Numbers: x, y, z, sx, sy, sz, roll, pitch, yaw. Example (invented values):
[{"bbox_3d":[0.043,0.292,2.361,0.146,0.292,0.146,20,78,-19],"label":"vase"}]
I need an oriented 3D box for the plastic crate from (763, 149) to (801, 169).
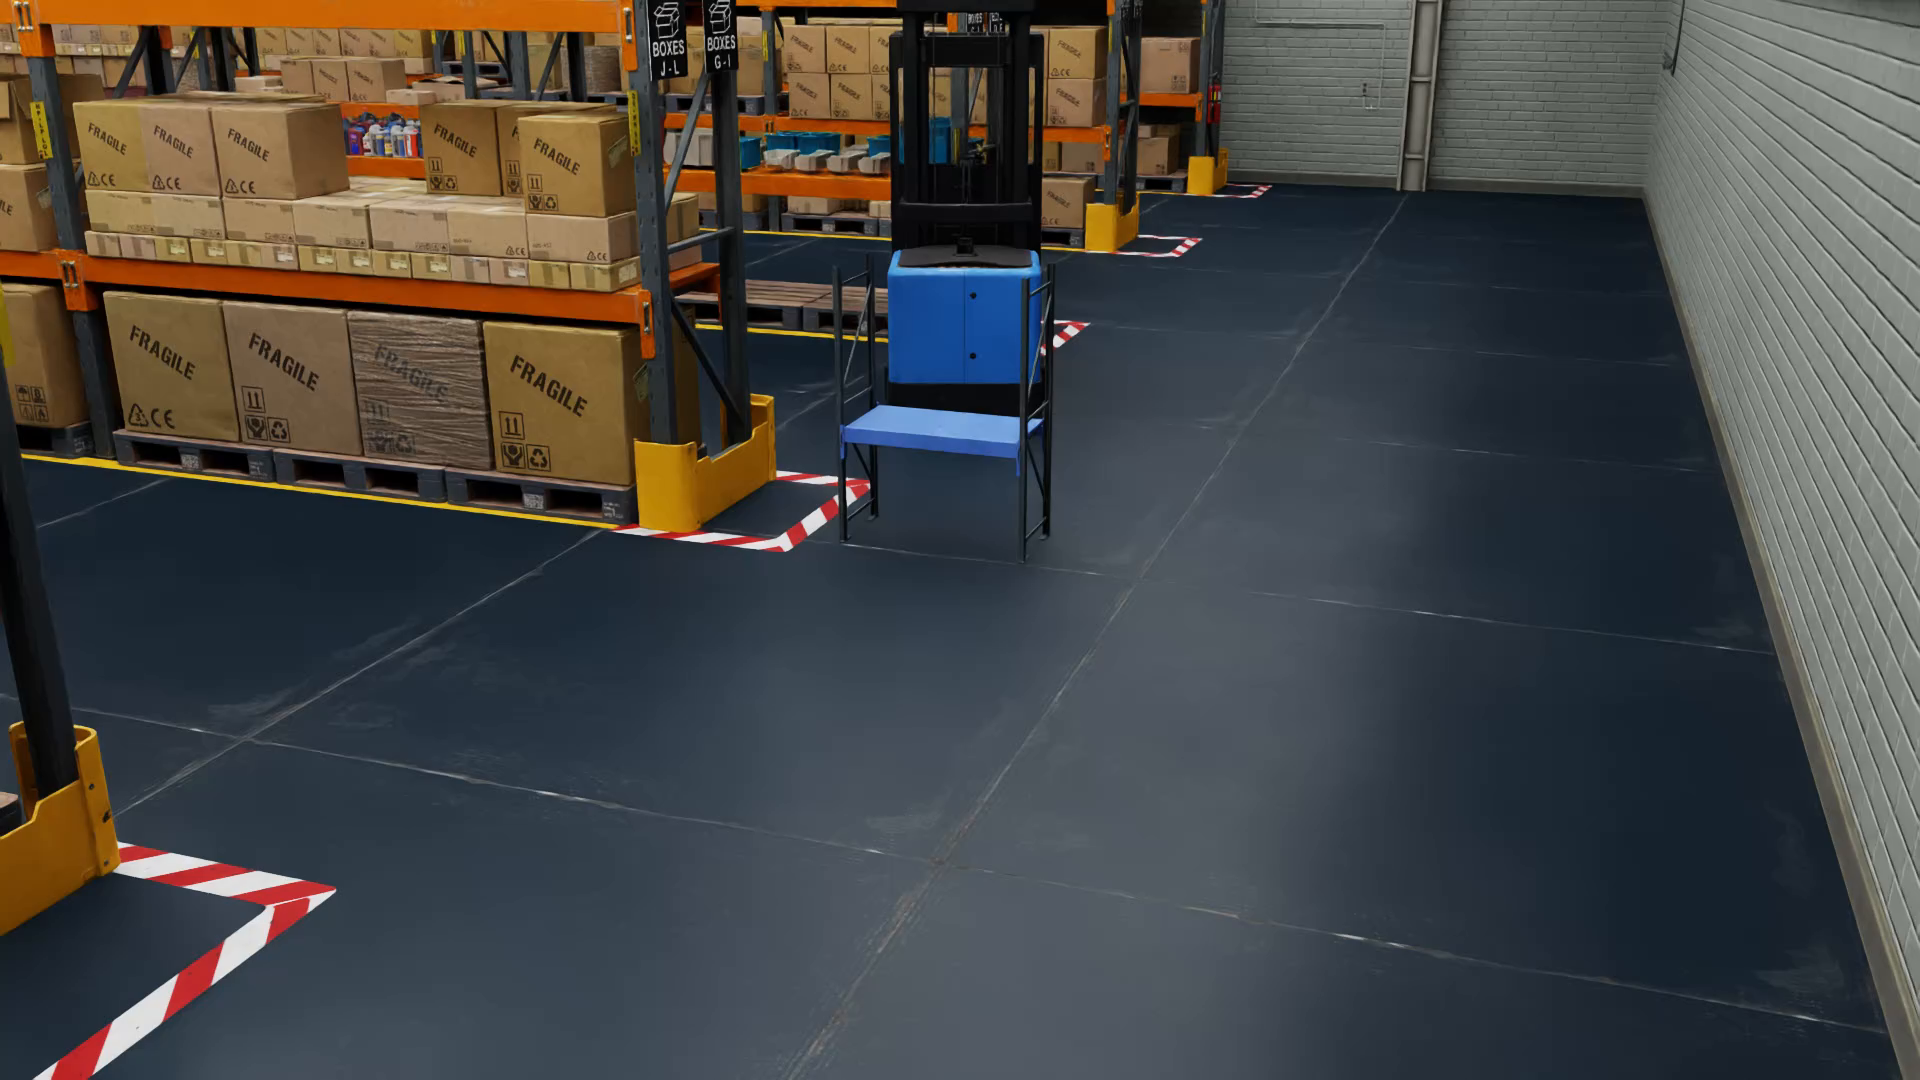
[{"bbox_3d":[-1.511,-3.211,14.041,0.250,0.136,0.298,7,20,18],"label":"plastic crate"}]

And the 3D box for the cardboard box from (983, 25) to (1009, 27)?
[{"bbox_3d":[0.474,-5.490,18.597,0.500,0.500,0.500,7,20,19],"label":"cardboard box"}]

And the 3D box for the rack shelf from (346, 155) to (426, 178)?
[{"bbox_3d":[-5.523,-3.500,15.652,4.000,0.370,1.077,7,20,18],"label":"rack shelf"}]

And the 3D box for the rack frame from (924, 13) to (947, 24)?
[{"bbox_3d":[-0.383,-6.704,23.750,0.127,3.000,1.000,7,20,18],"label":"rack frame"}]

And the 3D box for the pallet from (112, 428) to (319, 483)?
[{"bbox_3d":[-4.566,-0.660,10.649,1.213,0.211,1.003,7,20,18],"label":"pallet"}]

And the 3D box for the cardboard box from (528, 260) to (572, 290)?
[{"bbox_3d":[-2.171,-1.496,9.193,0.250,0.149,0.380,7,20,19],"label":"cardboard box"}]

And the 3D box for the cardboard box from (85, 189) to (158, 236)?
[{"bbox_3d":[-4.901,-2.021,10.092,0.500,0.250,0.500,6,20,17],"label":"cardboard box"}]

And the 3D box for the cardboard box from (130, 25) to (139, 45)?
[{"bbox_3d":[-10.461,-6.787,21.867,0.500,0.500,0.700,6,20,18],"label":"cardboard box"}]

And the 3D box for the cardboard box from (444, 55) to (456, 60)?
[{"bbox_3d":[-8.313,-7.624,26.588,0.500,0.250,0.500,7,20,19],"label":"cardboard box"}]

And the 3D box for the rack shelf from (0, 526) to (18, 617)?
[{"bbox_3d":[-5.093,0.004,5.601,4.000,0.370,1.077,7,20,18],"label":"rack shelf"}]

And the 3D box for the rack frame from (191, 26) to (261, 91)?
[{"bbox_3d":[-9.562,-6.027,21.810,0.127,3.000,1.000,7,20,18],"label":"rack frame"}]

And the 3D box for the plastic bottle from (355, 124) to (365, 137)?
[{"bbox_3d":[-5.504,-3.675,15.259,0.097,0.271,0.097,0,19,0],"label":"plastic bottle"}]

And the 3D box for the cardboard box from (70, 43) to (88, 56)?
[{"bbox_3d":[-11.588,-6.537,22.135,0.250,0.149,0.380,7,20,19],"label":"cardboard box"}]

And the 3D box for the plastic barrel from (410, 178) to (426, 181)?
[{"bbox_3d":[-4.811,-2.971,15.593,0.708,0.901,0.600,7,20,18],"label":"plastic barrel"}]

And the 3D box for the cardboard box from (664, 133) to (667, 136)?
[{"bbox_3d":[-3.800,-4.834,20.378,0.500,0.250,0.500,6,20,17],"label":"cardboard box"}]

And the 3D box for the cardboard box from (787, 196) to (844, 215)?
[{"bbox_3d":[-1.679,-3.988,19.378,0.500,0.311,0.500,7,20,18],"label":"cardboard box"}]

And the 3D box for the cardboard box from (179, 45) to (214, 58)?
[{"bbox_3d":[-9.889,-6.343,21.580,0.250,0.149,0.380,7,20,18],"label":"cardboard box"}]

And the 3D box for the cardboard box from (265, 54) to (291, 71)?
[{"bbox_3d":[-10.866,-7.735,26.908,0.500,0.250,0.500,6,20,16],"label":"cardboard box"}]

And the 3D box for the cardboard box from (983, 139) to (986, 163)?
[{"bbox_3d":[0.290,-5.609,23.769,0.500,0.500,0.700,7,20,19],"label":"cardboard box"}]

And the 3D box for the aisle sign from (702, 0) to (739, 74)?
[{"bbox_3d":[-1.314,-2.964,9.073,0.004,0.787,0.394,7,20,18],"label":"aisle sign"}]

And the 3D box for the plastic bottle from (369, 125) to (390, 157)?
[{"bbox_3d":[-5.280,-3.640,15.151,0.135,0.276,0.152,7,20,18],"label":"plastic bottle"}]

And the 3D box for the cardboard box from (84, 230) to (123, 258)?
[{"bbox_3d":[-5.089,-1.829,10.148,0.250,0.149,0.380,7,20,18],"label":"cardboard box"}]

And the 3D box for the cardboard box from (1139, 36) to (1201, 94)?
[{"bbox_3d":[2.911,-6.465,22.611,0.700,0.700,0.980,7,21,21],"label":"cardboard box"}]

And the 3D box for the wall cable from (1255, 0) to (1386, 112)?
[{"bbox_3d":[4.916,-6.907,22.791,1.851,1.984,0.084,7,20,18],"label":"wall cable"}]

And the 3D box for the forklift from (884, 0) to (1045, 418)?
[{"bbox_3d":[0.050,-2.635,12.183,1.130,2.935,3.031,0,19,1],"label":"forklift"}]

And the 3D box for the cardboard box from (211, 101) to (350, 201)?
[{"bbox_3d":[-3.935,-2.265,9.655,0.500,0.500,0.500,6,20,16],"label":"cardboard box"}]

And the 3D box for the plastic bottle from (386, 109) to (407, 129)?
[{"bbox_3d":[-5.373,-3.933,15.877,0.185,0.351,0.144,7,20,18],"label":"plastic bottle"}]

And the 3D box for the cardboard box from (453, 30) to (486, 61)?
[{"bbox_3d":[-7.470,-7.757,25.952,0.500,0.500,0.700,7,20,18],"label":"cardboard box"}]

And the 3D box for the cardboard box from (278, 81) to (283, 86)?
[{"bbox_3d":[-8.671,-5.926,21.723,0.258,0.266,0.396,6,20,17],"label":"cardboard box"}]

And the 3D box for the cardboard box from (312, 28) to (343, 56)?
[{"bbox_3d":[-9.925,-7.981,26.474,0.500,0.500,0.500,7,20,20],"label":"cardboard box"}]

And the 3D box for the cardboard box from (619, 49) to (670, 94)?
[{"bbox_3d":[-3.694,-5.580,19.737,0.500,0.500,0.700,1,19,4],"label":"cardboard box"}]

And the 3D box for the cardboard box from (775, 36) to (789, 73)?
[{"bbox_3d":[-2.332,-7.033,24.063,0.500,0.500,0.500,7,20,20],"label":"cardboard box"}]

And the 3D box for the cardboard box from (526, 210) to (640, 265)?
[{"bbox_3d":[-2.025,-1.691,9.145,0.500,0.250,0.500,6,20,17],"label":"cardboard box"}]

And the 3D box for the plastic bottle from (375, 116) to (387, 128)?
[{"bbox_3d":[-5.530,-3.912,15.920,0.133,0.283,0.061,7,20,18],"label":"plastic bottle"}]

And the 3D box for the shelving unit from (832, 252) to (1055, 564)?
[{"bbox_3d":[-0.081,-0.717,8.856,1.048,1.500,0.538,7,20,18],"label":"shelving unit"}]

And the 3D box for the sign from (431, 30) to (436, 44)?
[{"bbox_3d":[-8.110,-7.807,25.600,0.005,0.325,0.100,7,20,18],"label":"sign"}]

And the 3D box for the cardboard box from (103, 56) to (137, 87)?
[{"bbox_3d":[-10.956,-6.231,22.242,0.500,0.500,0.700,7,20,19],"label":"cardboard box"}]

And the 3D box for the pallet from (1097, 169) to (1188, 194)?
[{"bbox_3d":[2.615,-5.017,23.148,1.213,0.211,1.003,7,20,18],"label":"pallet"}]

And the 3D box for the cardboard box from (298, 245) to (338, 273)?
[{"bbox_3d":[-3.616,-1.661,9.667,0.250,0.149,0.380,6,20,16],"label":"cardboard box"}]

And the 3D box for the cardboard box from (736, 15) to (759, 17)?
[{"bbox_3d":[-3.159,-7.661,24.725,0.500,0.250,0.500,6,20,16],"label":"cardboard box"}]

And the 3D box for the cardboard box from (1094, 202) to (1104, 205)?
[{"bbox_3d":[1.491,-3.745,18.924,0.250,0.149,0.380,7,20,18],"label":"cardboard box"}]

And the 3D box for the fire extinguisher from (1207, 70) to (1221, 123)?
[{"bbox_3d":[3.387,-5.899,22.127,0.183,0.674,0.296,7,20,18],"label":"fire extinguisher"}]

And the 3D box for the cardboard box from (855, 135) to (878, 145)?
[{"bbox_3d":[-1.039,-5.917,24.120,0.750,0.750,0.750,7,20,19],"label":"cardboard box"}]

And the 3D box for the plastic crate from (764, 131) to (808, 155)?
[{"bbox_3d":[-1.508,-3.444,14.563,0.300,0.233,0.416,7,20,18],"label":"plastic crate"}]

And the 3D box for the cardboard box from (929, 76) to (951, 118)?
[{"bbox_3d":[-0.175,-4.907,18.444,0.500,0.500,0.500,6,20,17],"label":"cardboard box"}]

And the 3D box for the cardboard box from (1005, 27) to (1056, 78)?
[{"bbox_3d":[0.786,-5.267,17.958,0.500,0.500,0.500,7,20,20],"label":"cardboard box"}]

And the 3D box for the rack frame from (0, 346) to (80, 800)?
[{"bbox_3d":[-3.204,-0.120,4.863,0.127,3.000,1.000,7,20,18],"label":"rack frame"}]

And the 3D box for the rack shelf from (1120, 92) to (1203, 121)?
[{"bbox_3d":[1.507,-6.148,23.249,4.000,0.370,1.077,7,20,18],"label":"rack shelf"}]

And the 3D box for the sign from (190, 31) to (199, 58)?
[{"bbox_3d":[-9.742,-6.301,21.159,0.005,0.325,0.100,7,20,18],"label":"sign"}]

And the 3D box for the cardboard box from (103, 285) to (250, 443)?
[{"bbox_3d":[-4.662,-1.182,10.500,0.875,0.875,0.875,7,20,18],"label":"cardboard box"}]

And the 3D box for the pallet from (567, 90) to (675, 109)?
[{"bbox_3d":[-3.945,-5.296,20.003,1.213,0.211,1.003,7,20,18],"label":"pallet"}]

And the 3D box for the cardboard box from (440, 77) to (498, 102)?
[{"bbox_3d":[-6.112,-5.606,20.736,0.500,0.311,0.500,8,21,21],"label":"cardboard box"}]
